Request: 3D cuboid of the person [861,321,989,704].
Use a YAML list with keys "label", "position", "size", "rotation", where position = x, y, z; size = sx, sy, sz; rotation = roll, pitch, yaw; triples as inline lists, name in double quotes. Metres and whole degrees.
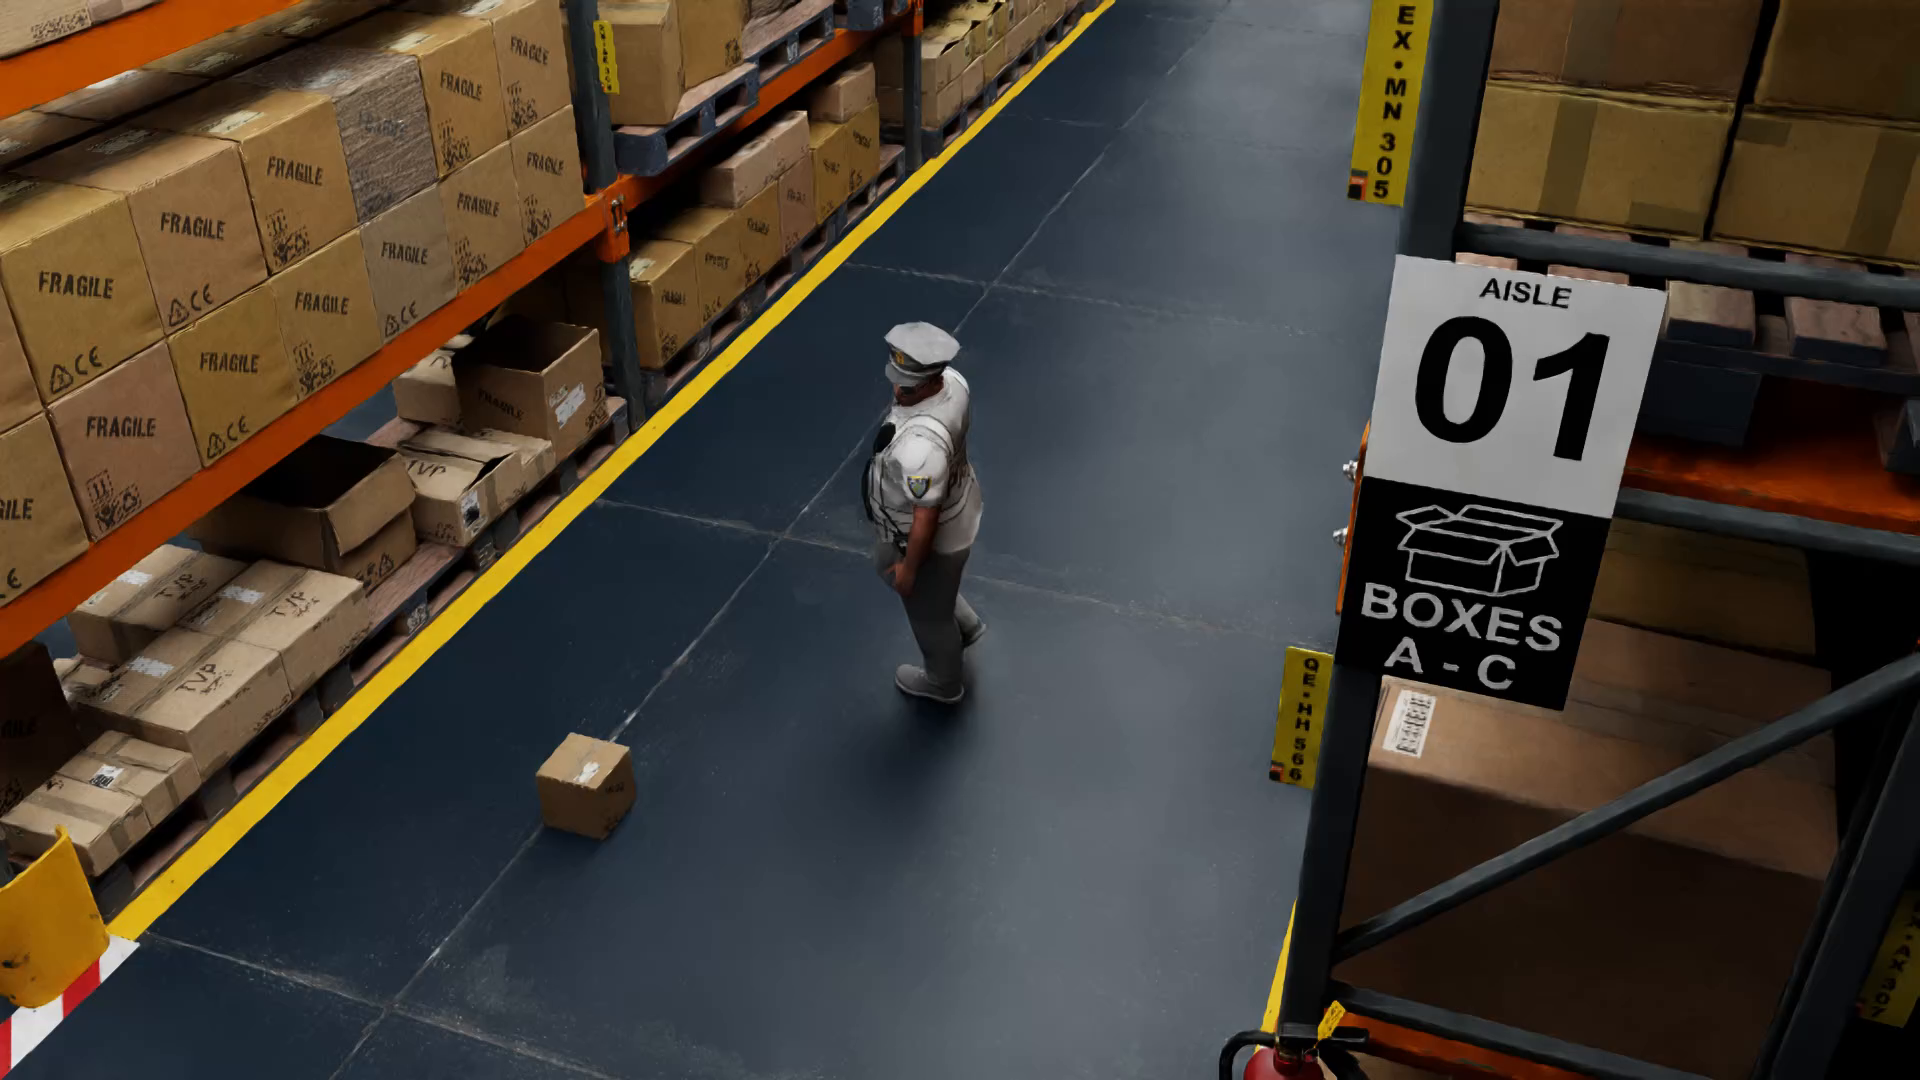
- label: "person"
  position: [-0.144, -0.070, 6.236]
  size: [0.471, 1.742, 0.747]
  rotation: [7, 34, 10]
